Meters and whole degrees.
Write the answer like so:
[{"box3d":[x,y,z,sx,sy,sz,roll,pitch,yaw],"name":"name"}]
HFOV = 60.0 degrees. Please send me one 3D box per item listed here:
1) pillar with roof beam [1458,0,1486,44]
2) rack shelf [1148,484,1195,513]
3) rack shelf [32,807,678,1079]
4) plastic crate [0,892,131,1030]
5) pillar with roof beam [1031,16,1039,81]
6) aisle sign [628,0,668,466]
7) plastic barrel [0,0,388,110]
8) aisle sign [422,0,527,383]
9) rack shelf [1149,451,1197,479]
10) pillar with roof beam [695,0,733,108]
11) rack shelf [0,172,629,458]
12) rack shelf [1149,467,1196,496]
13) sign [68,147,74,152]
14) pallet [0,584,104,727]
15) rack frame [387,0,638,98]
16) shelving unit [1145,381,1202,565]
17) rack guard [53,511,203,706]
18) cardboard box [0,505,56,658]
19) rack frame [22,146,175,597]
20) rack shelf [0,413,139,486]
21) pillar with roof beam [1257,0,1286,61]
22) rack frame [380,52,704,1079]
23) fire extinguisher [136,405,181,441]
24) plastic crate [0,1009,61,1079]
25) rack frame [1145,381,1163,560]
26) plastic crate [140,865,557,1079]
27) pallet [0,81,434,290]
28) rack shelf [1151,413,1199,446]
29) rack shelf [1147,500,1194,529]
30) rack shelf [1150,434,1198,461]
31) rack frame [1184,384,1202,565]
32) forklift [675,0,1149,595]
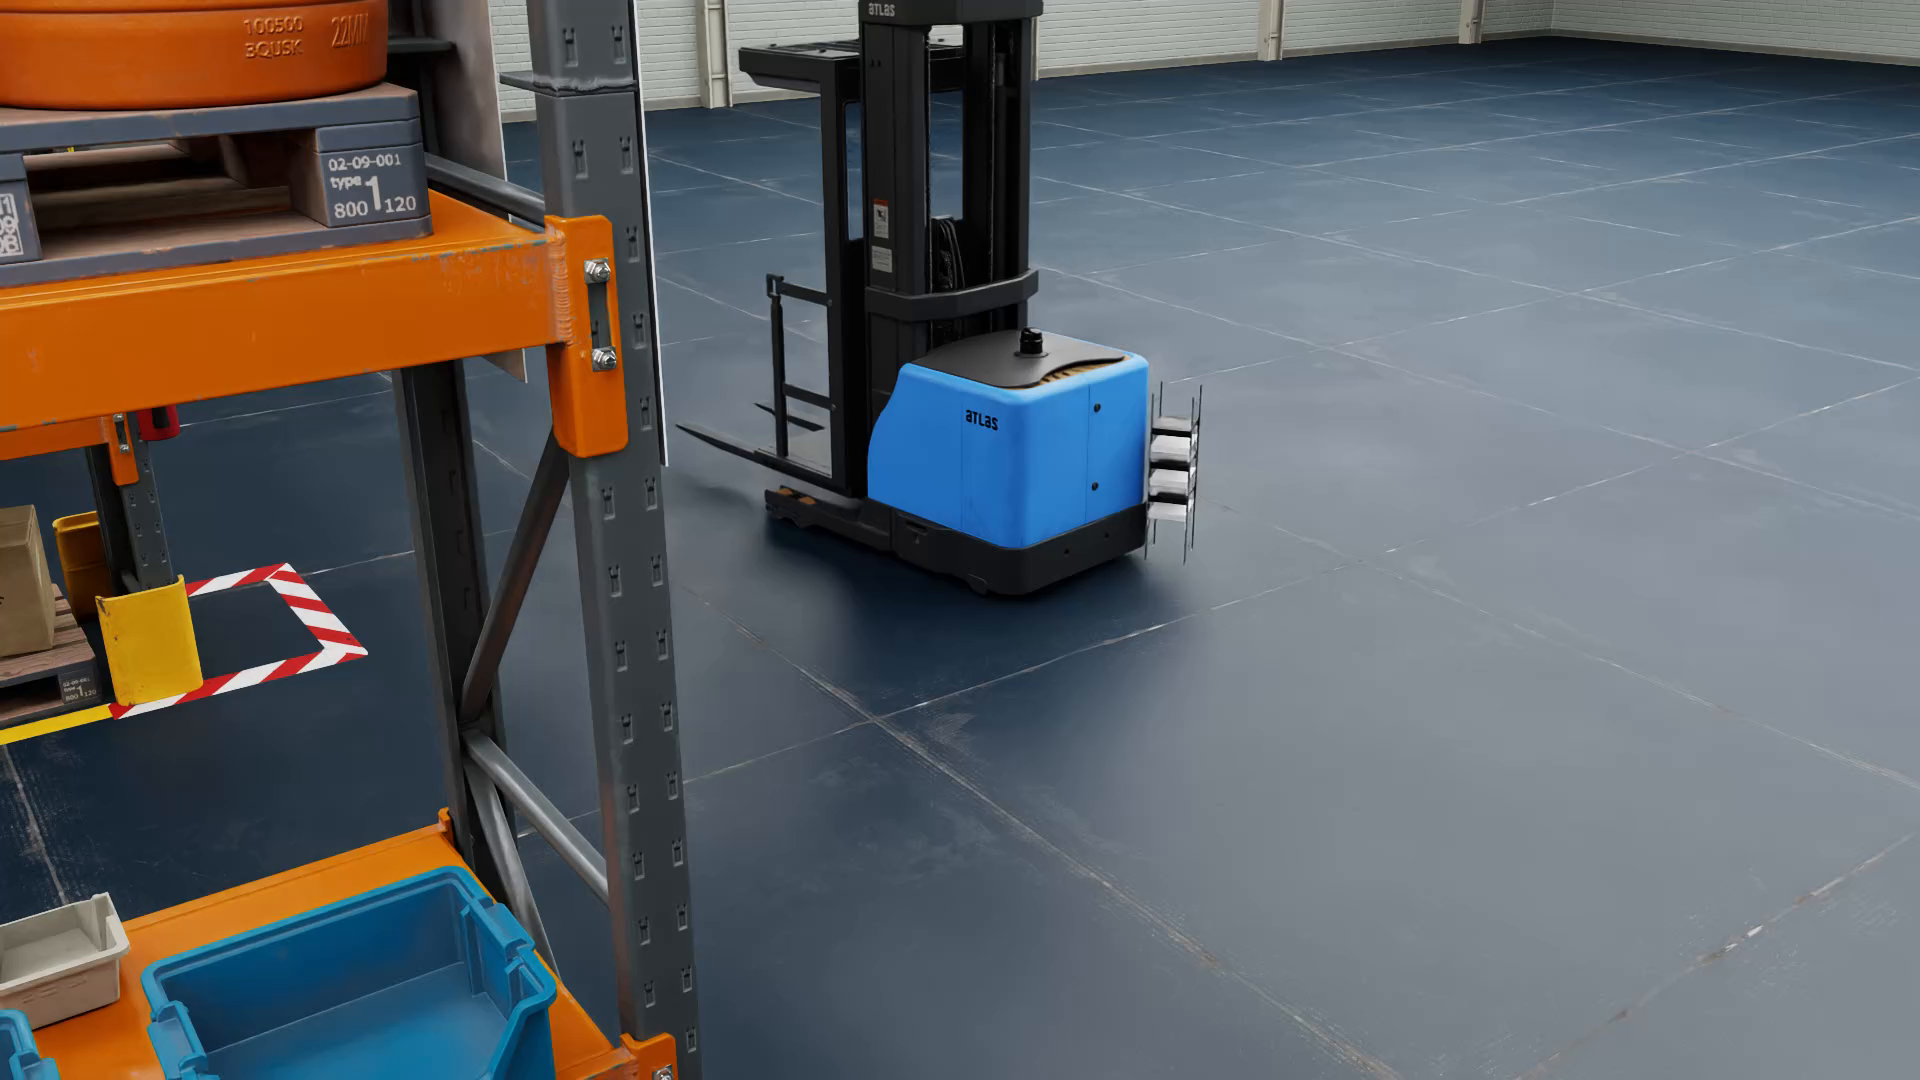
[{"box3d":[13.370,-13.480,30.536,0.400,9.000,9.100,-15,26,-33],"name":"pillar with roof beam"},{"box3d":[1.095,-0.229,8.588,0.200,0.077,0.258,7,23,16],"name":"rack shelf"},{"box3d":[-2.447,1.356,2.422,4.000,0.370,1.077,-15,26,-33],"name":"rack shelf"},{"box3d":[-1.737,0.808,3.179,0.250,0.136,0.298,-15,26,-33],"name":"plastic crate"},{"box3d":[3.629,-10.883,24.027,0.400,9.000,9.100,-15,26,-33],"name":"pillar with roof beam"},{"box3d":[-0.591,-0.545,2.706,0.004,0.787,0.394,-15,26,-33],"name":"aisle sign"},{"box3d":[-1.143,-1.055,2.300,0.708,0.830,0.600,-15,26,-33],"name":"plastic barrel"},{"box3d":[-0.936,-0.722,3.151,0.004,0.787,0.394,-15,26,-33],"name":"aisle sign"},{"box3d":[1.095,-0.396,8.521,0.200,0.077,0.258,7,23,16],"name":"rack shelf"},{"box3d":[-1.242,-9.584,20.772,0.400,9.000,9.100,-15,26,-33],"name":"pillar with roof beam"},{"box3d":[-2.447,-0.037,1.866,4.000,0.370,1.077,-15,26,-33],"name":"rack shelf"},{"box3d":[1.095,-0.312,8.555,0.200,0.077,0.258,7,23,16],"name":"rack shelf"},{"box3d":[-3.408,-1.414,6.405,0.005,0.325,0.100,-15,26,-33],"name":"sign"},{"box3d":[-4.458,0.576,7.169,1.213,0.211,1.003,-15,26,-33],"name":"pallet"},{"box3d":[-0.823,-2.197,2.261,0.127,3.000,1.000,-15,26,-33],"name":"rack frame"},{"box3d":[1.095,-0.343,8.542,0.210,0.900,0.258,7,23,16],"name":"shelving unit"},{"box3d":[-3.777,0.276,7.529,0.348,0.500,1.175,-15,26,-33],"name":"rack guard"},{"box3d":[-4.232,0.195,7.167,0.500,0.500,0.500,-10,24,-23],"name":"cardboard box"},{"box3d":[-3.716,-0.901,7.107,0.127,3.000,1.000,-15,26,-33],"name":"rack frame"},{"box3d":[-5.339,-0.134,6.156,4.000,0.370,1.077,-15,26,-33],"name":"rack shelf"},{"box3d":[8.499,-12.181,27.282,0.400,9.000,9.100,-15,26,-33],"name":"pillar with roof beam"},{"box3d":[-0.823,0.589,3.373,0.127,3.000,1.000,-15,26,-33],"name":"rack frame"},{"box3d":[-3.354,-0.751,6.836,0.183,0.674,0.296,-15,26,-33],"name":"fire extinguisher"},{"box3d":[-1.585,0.995,2.556,0.408,0.251,0.499,-15,26,-33],"name":"plastic crate"},{"box3d":[0.999,-0.355,8.571,0.006,0.900,0.240,7,23,16],"name":"rack frame"},{"box3d":[-1.055,0.856,2.904,0.616,0.251,0.499,-15,26,-33],"name":"plastic crate"},{"box3d":[-1.552,-0.567,2.477,1.213,0.211,1.003,-15,26,-33],"name":"pallet"},{"box3d":[1.095,-0.563,8.455,0.200,0.077,0.258,7,23,16],"name":"rack shelf"},{"box3d":[1.095,-0.145,8.621,0.200,0.077,0.258,7,23,16],"name":"rack shelf"},{"box3d":[1.095,-0.479,8.488,0.200,0.077,0.258,7,23,16],"name":"rack shelf"},{"box3d":[1.192,-0.332,8.514,0.006,0.900,0.240,7,23,16],"name":"rack frame"},{"box3d":[-0.429,-1.546,8.816,1.130,2.935,3.031,-20,29,-41],"name":"forklift"}]
